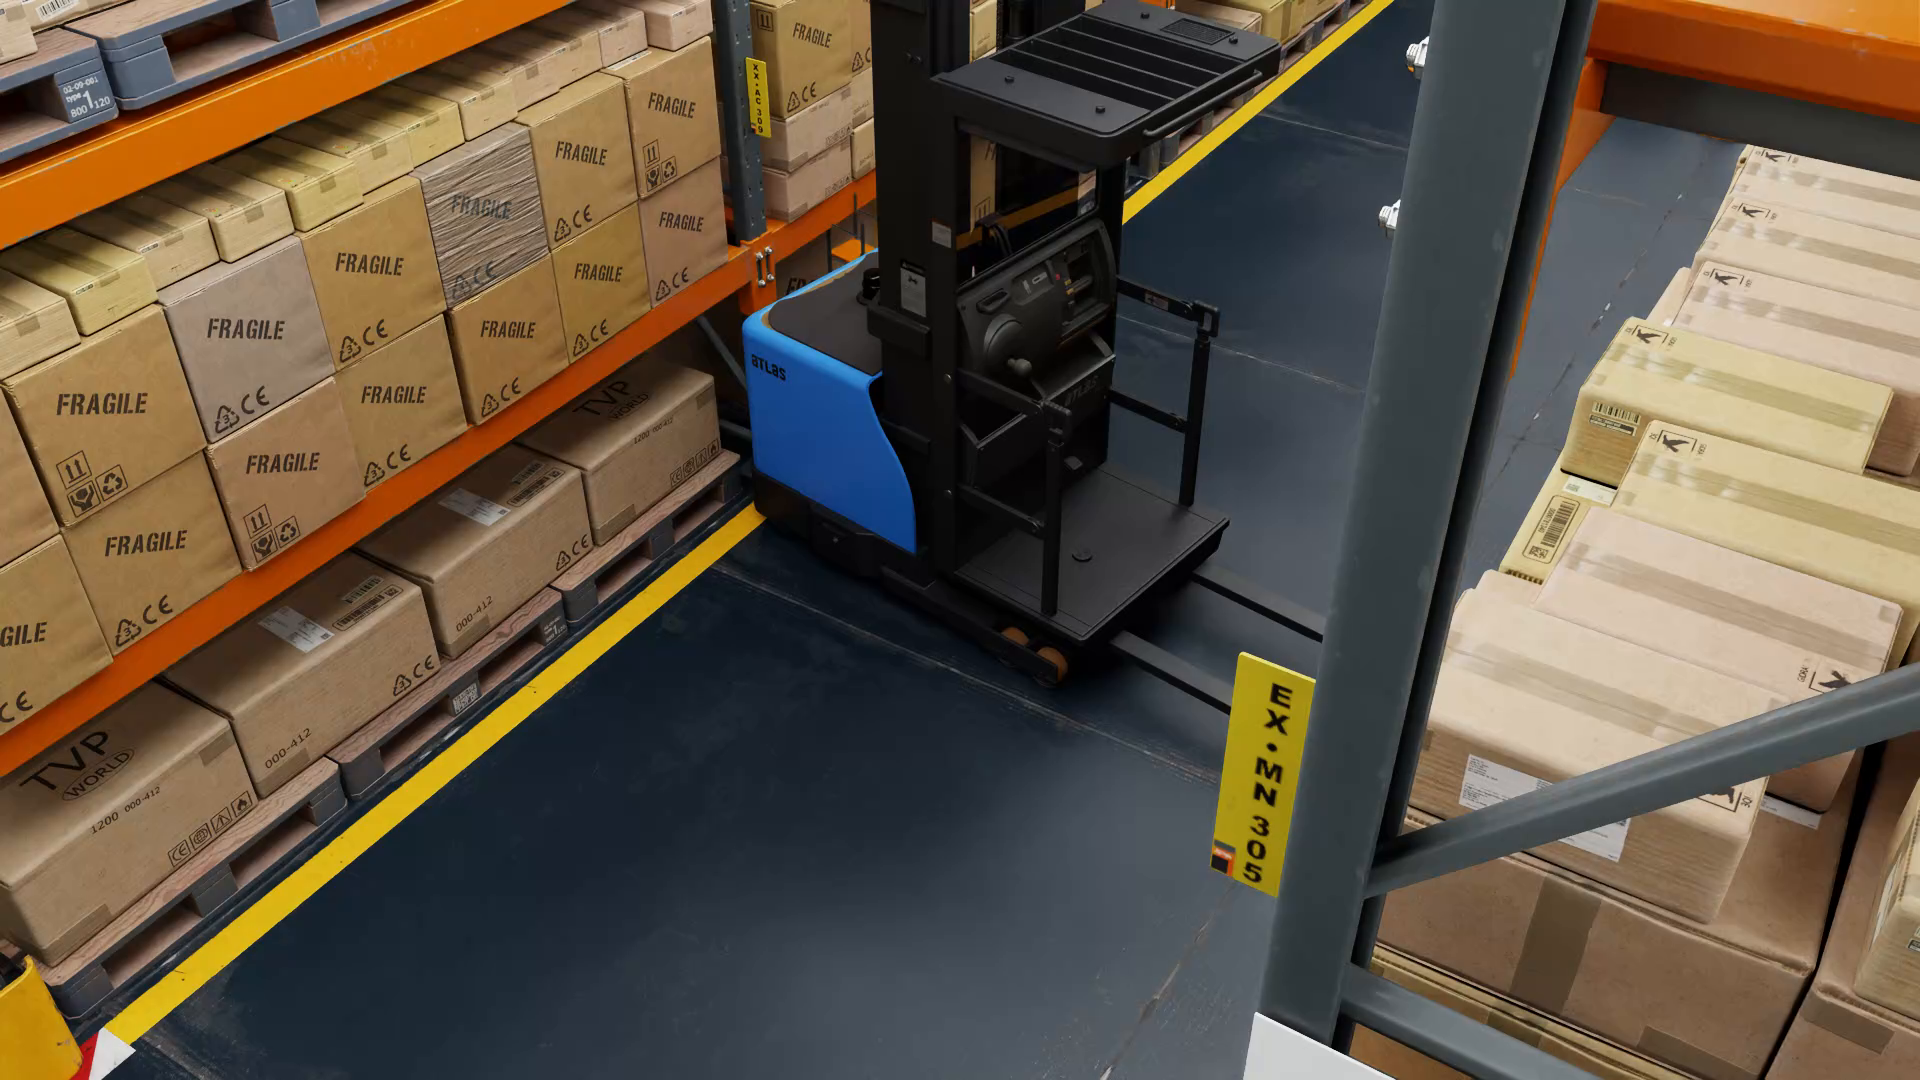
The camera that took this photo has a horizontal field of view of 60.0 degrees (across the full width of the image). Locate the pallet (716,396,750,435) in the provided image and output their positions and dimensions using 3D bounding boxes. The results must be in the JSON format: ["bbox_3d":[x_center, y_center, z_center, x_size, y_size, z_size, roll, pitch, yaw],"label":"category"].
[{"bbox_3d":[-0.956,-0.957,8.819,1.003,0.211,1.213,21,42,25],"label":"pallet"}]

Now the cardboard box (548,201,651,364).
[{"bbox_3d":[-1.609,-1.089,6.624,0.500,0.500,0.500,20,42,24],"label":"cardboard box"}]

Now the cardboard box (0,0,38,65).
[{"bbox_3d":[-2.671,-1.357,4.377,0.380,0.149,0.250,23,43,27],"label":"cardboard box"}]

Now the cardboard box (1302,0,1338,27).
[{"bbox_3d":[2.319,-4.246,12.609,0.950,0.372,0.625,24,44,28],"label":"cardboard box"}]

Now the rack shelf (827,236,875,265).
[{"bbox_3d":[-0.478,-1.326,7.917,0.258,0.103,0.180,29,47,29],"label":"rack shelf"}]

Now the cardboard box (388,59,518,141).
[{"bbox_3d":[-1.801,-1.566,5.892,0.380,0.149,0.250,21,42,25],"label":"cardboard box"}]

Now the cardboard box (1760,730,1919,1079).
[{"bbox_3d":[1.245,0.517,1.879,0.500,0.250,0.500,22,43,26],"label":"cardboard box"}]

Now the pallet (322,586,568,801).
[{"bbox_3d":[-2.432,0.463,6.976,1.003,0.211,1.213,21,42,25],"label":"pallet"}]

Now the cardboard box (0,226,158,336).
[{"bbox_3d":[-2.582,-0.759,4.845,0.380,0.149,0.250,20,42,24],"label":"cardboard box"}]

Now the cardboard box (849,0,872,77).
[{"bbox_3d":[-0.578,-2.479,7.608,0.500,0.500,0.500,21,42,25],"label":"cardboard box"}]

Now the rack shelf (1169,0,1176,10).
[{"bbox_3d":[1.909,-4.447,11.652,1.077,0.370,4.000,21,42,25],"label":"rack shelf"}]

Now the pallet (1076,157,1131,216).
[{"bbox_3d":[0.352,-2.215,10.451,1.003,0.211,1.213,21,42,25],"label":"pallet"}]

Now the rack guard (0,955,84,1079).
[{"bbox_3d":[-3.461,1.425,5.492,1.175,0.500,0.348,21,42,25],"label":"rack guard"}]

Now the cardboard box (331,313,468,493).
[{"bbox_3d":[-2.159,-0.560,5.938,0.500,0.500,0.500,23,43,27],"label":"cardboard box"}]

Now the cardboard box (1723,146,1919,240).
[{"bbox_3d":[1.558,-0.548,2.934,0.380,0.149,0.250,20,42,24],"label":"cardboard box"}]

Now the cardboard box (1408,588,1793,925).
[{"bbox_3d":[0.715,0.238,1.914,0.380,0.149,0.250,21,42,25],"label":"cardboard box"}]

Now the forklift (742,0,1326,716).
[{"bbox_3d":[0.479,-0.912,6.533,3.031,2.935,1.130,27,45,31],"label":"forklift"}]

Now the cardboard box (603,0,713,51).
[{"bbox_3d":[-1.202,-2.069,6.545,0.380,0.149,0.250,20,42,24],"label":"cardboard box"}]

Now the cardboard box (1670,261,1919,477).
[{"bbox_3d":[1.304,-0.272,2.576,0.380,0.149,0.250,20,42,24],"label":"cardboard box"}]

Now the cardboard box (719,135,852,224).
[{"bbox_3d":[-0.847,-1.720,7.648,0.500,0.250,0.500,20,42,24],"label":"cardboard box"}]

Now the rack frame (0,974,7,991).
[{"bbox_3d":[-3.448,0.423,4.745,1.000,3.000,0.127,21,42,25],"label":"rack frame"}]

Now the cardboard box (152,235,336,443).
[{"bbox_3d":[-2.411,-0.704,5.305,0.500,0.500,0.500,21,42,25],"label":"cardboard box"}]

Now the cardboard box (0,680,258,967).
[{"bbox_3d":[-3.179,0.898,5.882,0.875,0.438,0.875,20,42,24],"label":"cardboard box"}]

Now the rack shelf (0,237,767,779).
[{"bbox_3d":[-2.377,-0.323,6.302,1.077,0.370,4.000,21,42,25],"label":"rack shelf"}]

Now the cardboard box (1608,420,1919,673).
[{"bbox_3d":[1.067,0.010,2.210,0.380,0.149,0.250,20,42,24],"label":"cardboard box"}]

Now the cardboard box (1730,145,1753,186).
[{"bbox_3d":[1.916,-0.719,3.482,0.500,0.250,0.500,22,43,26],"label":"cardboard box"}]

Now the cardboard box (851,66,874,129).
[{"bbox_3d":[-0.576,-2.190,7.848,0.500,0.250,0.500,22,43,26],"label":"cardboard box"}]

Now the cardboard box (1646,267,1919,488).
[{"bbox_3d":[1.367,-0.185,2.789,0.500,0.250,0.500,22,43,26],"label":"cardboard box"}]

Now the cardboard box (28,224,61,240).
[{"bbox_3d":[-2.873,-1.047,5.220,0.380,0.149,0.250,21,42,25],"label":"cardboard box"}]

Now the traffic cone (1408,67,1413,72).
[{"bbox_3d":[3.498,-3.662,12.121,0.336,0.463,0.334,21,42,25],"label":"traffic cone"}]

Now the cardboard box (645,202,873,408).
[{"bbox_3d":[-1.041,-1.310,8.389,0.875,0.875,0.875,23,43,26],"label":"cardboard box"}]

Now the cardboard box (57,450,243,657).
[{"bbox_3d":[-2.701,-0.040,5.263,0.500,0.500,0.500,21,42,25],"label":"cardboard box"}]

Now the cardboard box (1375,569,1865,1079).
[{"bbox_3d":[0.817,0.343,2.105,0.500,0.250,0.500,20,42,24],"label":"cardboard box"}]

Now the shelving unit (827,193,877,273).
[{"bbox_3d":[-0.485,-1.084,8.119,0.258,1.200,0.189,29,47,29],"label":"shelving unit"}]

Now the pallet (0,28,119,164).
[{"bbox_3d":[-3.060,-1.116,4.356,1.003,0.211,1.213,21,42,25],"label":"pallet"}]

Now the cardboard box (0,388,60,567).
[{"bbox_3d":[-2.951,-0.167,4.609,0.500,0.500,0.500,20,42,24],"label":"cardboard box"}]

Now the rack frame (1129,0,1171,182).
[{"bbox_3d":[0.838,-3.701,10.094,1.000,3.000,0.127,21,42,25],"label":"rack frame"}]

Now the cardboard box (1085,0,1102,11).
[{"bbox_3d":[0.525,-3.028,9.344,0.500,0.250,0.500,22,43,26],"label":"cardboard box"}]

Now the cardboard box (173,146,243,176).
[{"bbox_3d":[-2.631,-1.325,5.580,0.380,0.149,0.250,23,43,26],"label":"cardboard box"}]

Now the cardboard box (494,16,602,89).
[{"bbox_3d":[-1.576,-1.843,6.252,0.380,0.149,0.250,21,42,25],"label":"cardboard box"}]

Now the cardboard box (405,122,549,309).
[{"bbox_3d":[-1.869,-1.217,5.971,0.500,0.500,0.500,22,43,26],"label":"cardboard box"}]

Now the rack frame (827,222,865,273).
[{"bbox_3d":[-0.544,-1.040,8.065,0.240,1.200,0.006,29,47,29],"label":"rack frame"}]

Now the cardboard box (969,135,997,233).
[{"bbox_3d":[-0.084,-2.239,9.594,0.875,0.875,0.875,22,43,26],"label":"cardboard box"}]

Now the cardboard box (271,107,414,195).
[{"bbox_3d":[-2.059,-1.299,5.546,0.380,0.149,0.250,21,42,25],"label":"cardboard box"}]

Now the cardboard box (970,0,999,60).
[{"bbox_3d":[-0.014,-2.703,8.513,0.500,0.250,0.500,20,42,24],"label":"cardboard box"}]

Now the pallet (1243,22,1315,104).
[{"bbox_3d":[1.912,-3.626,12.280,1.003,0.211,1.213,21,42,25],"label":"pallet"}]

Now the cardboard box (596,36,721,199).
[{"bbox_3d":[-1.325,-1.741,6.651,0.500,0.500,0.500,21,42,25],"label":"cardboard box"}]

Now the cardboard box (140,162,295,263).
[{"bbox_3d":[-2.317,-1.026,5.192,0.380,0.149,0.250,22,43,26],"label":"cardboard box"}]

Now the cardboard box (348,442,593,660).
[{"bbox_3d":[-2.211,-0.041,7.100,0.875,0.438,0.875,20,42,24],"label":"cardboard box"}]

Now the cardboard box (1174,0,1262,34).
[{"bbox_3d":[1.537,-3.498,11.639,0.950,0.372,0.625,20,42,24],"label":"cardboard box"}]

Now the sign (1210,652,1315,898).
[{"bbox_3d":[0.328,0.259,1.775,0.100,0.325,0.005,21,42,25],"label":"sign"}]
